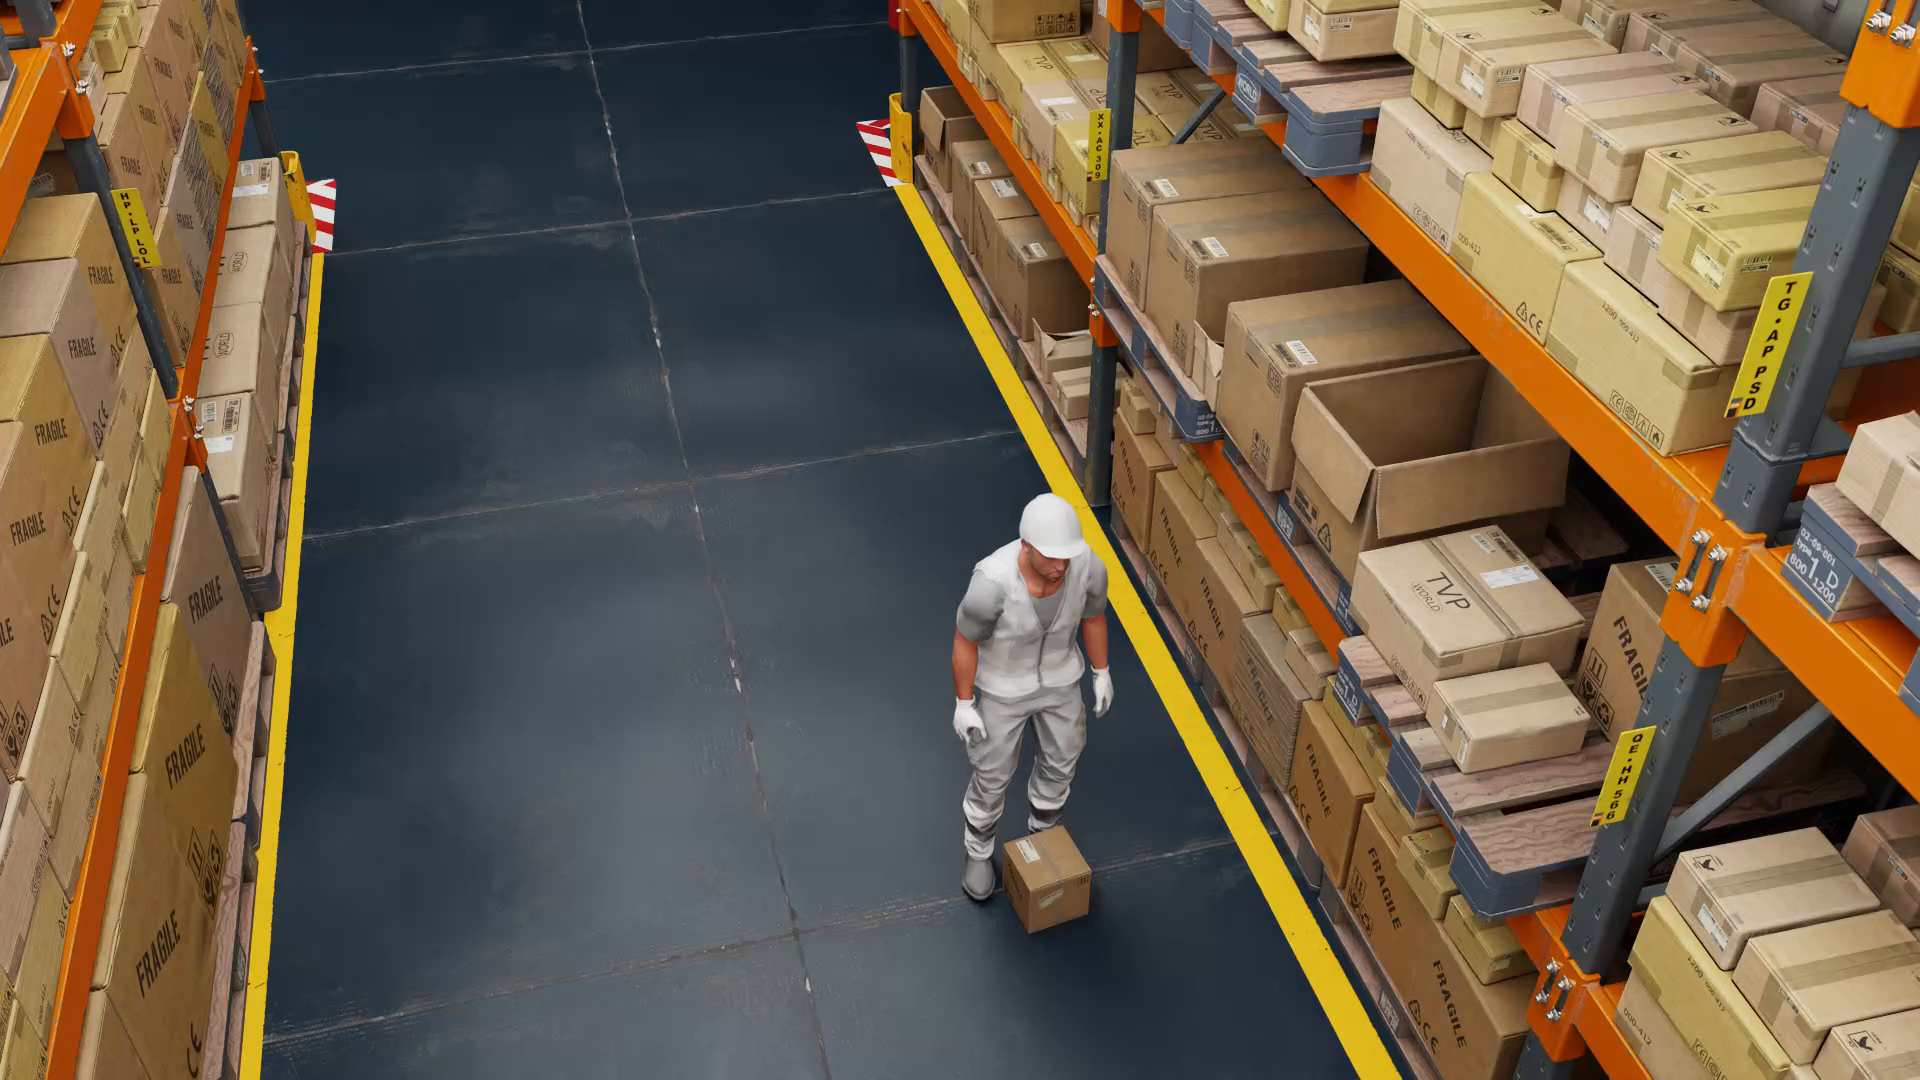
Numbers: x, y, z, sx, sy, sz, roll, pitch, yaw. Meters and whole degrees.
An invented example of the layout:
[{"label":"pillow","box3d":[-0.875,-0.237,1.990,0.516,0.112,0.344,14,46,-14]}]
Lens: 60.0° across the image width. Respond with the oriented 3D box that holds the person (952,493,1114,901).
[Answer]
[{"label":"person","box3d":[0.262,0.546,5.999,0.623,1.780,0.446,-12,39,-15]}]
